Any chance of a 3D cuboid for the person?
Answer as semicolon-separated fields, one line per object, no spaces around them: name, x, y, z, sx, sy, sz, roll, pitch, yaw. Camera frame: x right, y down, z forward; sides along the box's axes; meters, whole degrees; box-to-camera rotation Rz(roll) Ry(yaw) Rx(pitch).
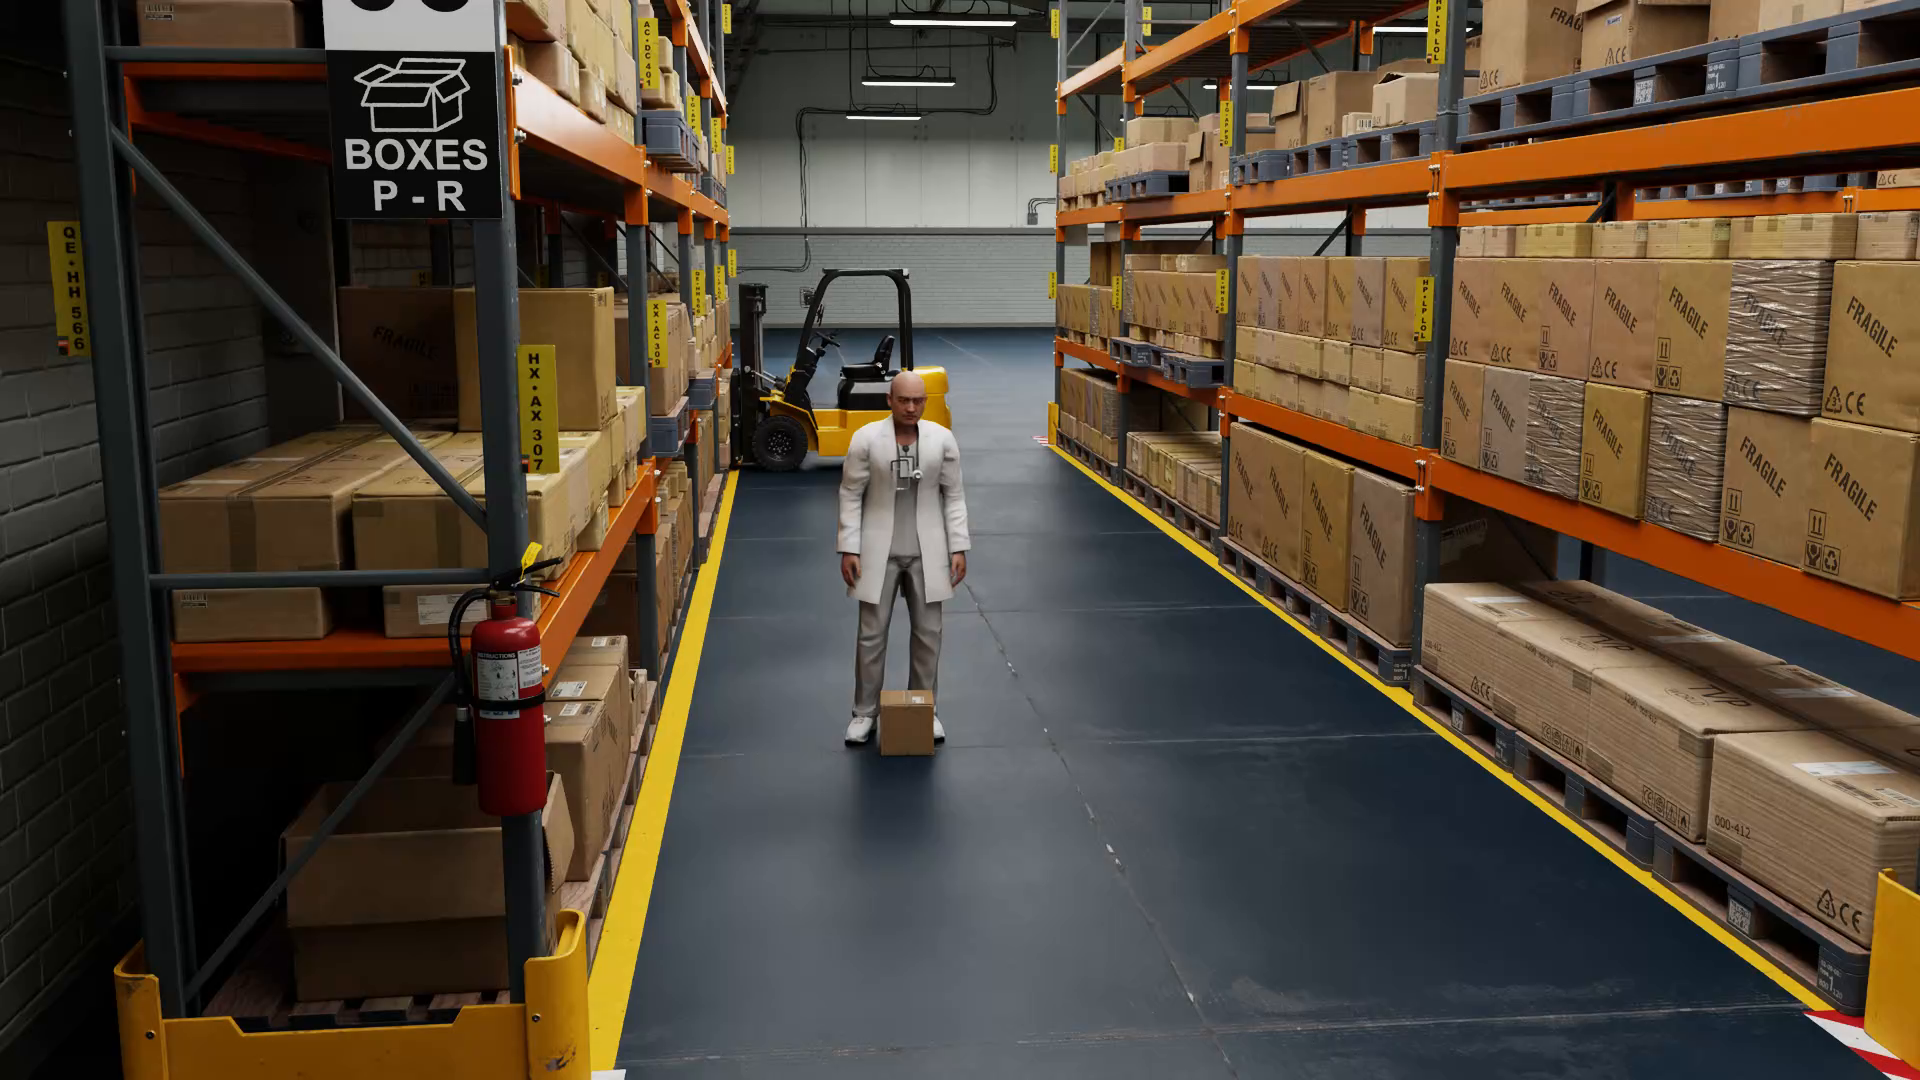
person;-0.271;0.073;8.016;0.656;1.775;0.418;-1;10;-9
